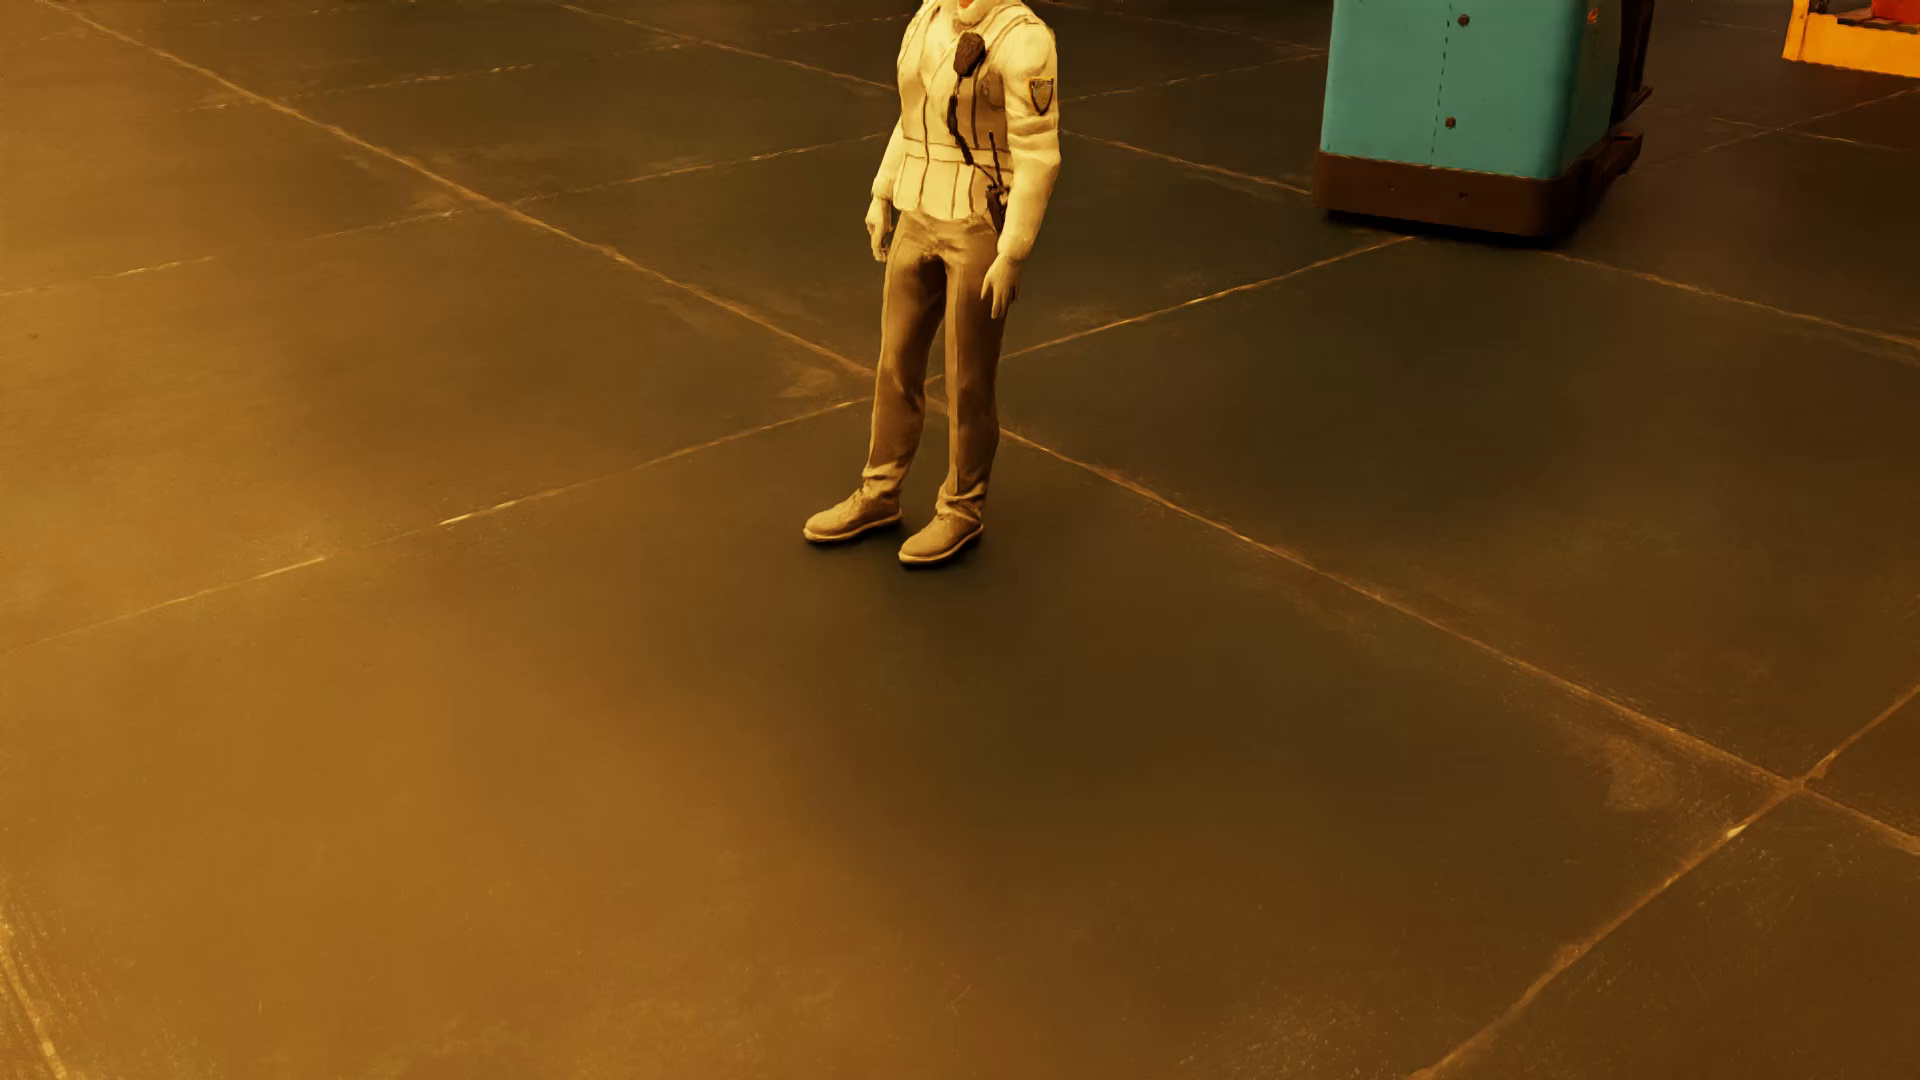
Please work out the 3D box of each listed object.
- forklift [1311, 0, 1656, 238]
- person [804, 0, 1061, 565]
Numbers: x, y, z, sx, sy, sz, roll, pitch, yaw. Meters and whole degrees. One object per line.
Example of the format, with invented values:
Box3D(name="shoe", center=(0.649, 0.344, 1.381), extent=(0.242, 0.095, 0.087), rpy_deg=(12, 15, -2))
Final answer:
Box3D(name="forklift", center=(2.725, -3.180, 7.614), extent=(1.130, 2.935, 3.031), rpy_deg=(14, 30, 27))
Box3D(name="person", center=(-0.056, -0.749, 4.087), extent=(0.532, 1.695, 0.586), rpy_deg=(-20, 33, -35))
